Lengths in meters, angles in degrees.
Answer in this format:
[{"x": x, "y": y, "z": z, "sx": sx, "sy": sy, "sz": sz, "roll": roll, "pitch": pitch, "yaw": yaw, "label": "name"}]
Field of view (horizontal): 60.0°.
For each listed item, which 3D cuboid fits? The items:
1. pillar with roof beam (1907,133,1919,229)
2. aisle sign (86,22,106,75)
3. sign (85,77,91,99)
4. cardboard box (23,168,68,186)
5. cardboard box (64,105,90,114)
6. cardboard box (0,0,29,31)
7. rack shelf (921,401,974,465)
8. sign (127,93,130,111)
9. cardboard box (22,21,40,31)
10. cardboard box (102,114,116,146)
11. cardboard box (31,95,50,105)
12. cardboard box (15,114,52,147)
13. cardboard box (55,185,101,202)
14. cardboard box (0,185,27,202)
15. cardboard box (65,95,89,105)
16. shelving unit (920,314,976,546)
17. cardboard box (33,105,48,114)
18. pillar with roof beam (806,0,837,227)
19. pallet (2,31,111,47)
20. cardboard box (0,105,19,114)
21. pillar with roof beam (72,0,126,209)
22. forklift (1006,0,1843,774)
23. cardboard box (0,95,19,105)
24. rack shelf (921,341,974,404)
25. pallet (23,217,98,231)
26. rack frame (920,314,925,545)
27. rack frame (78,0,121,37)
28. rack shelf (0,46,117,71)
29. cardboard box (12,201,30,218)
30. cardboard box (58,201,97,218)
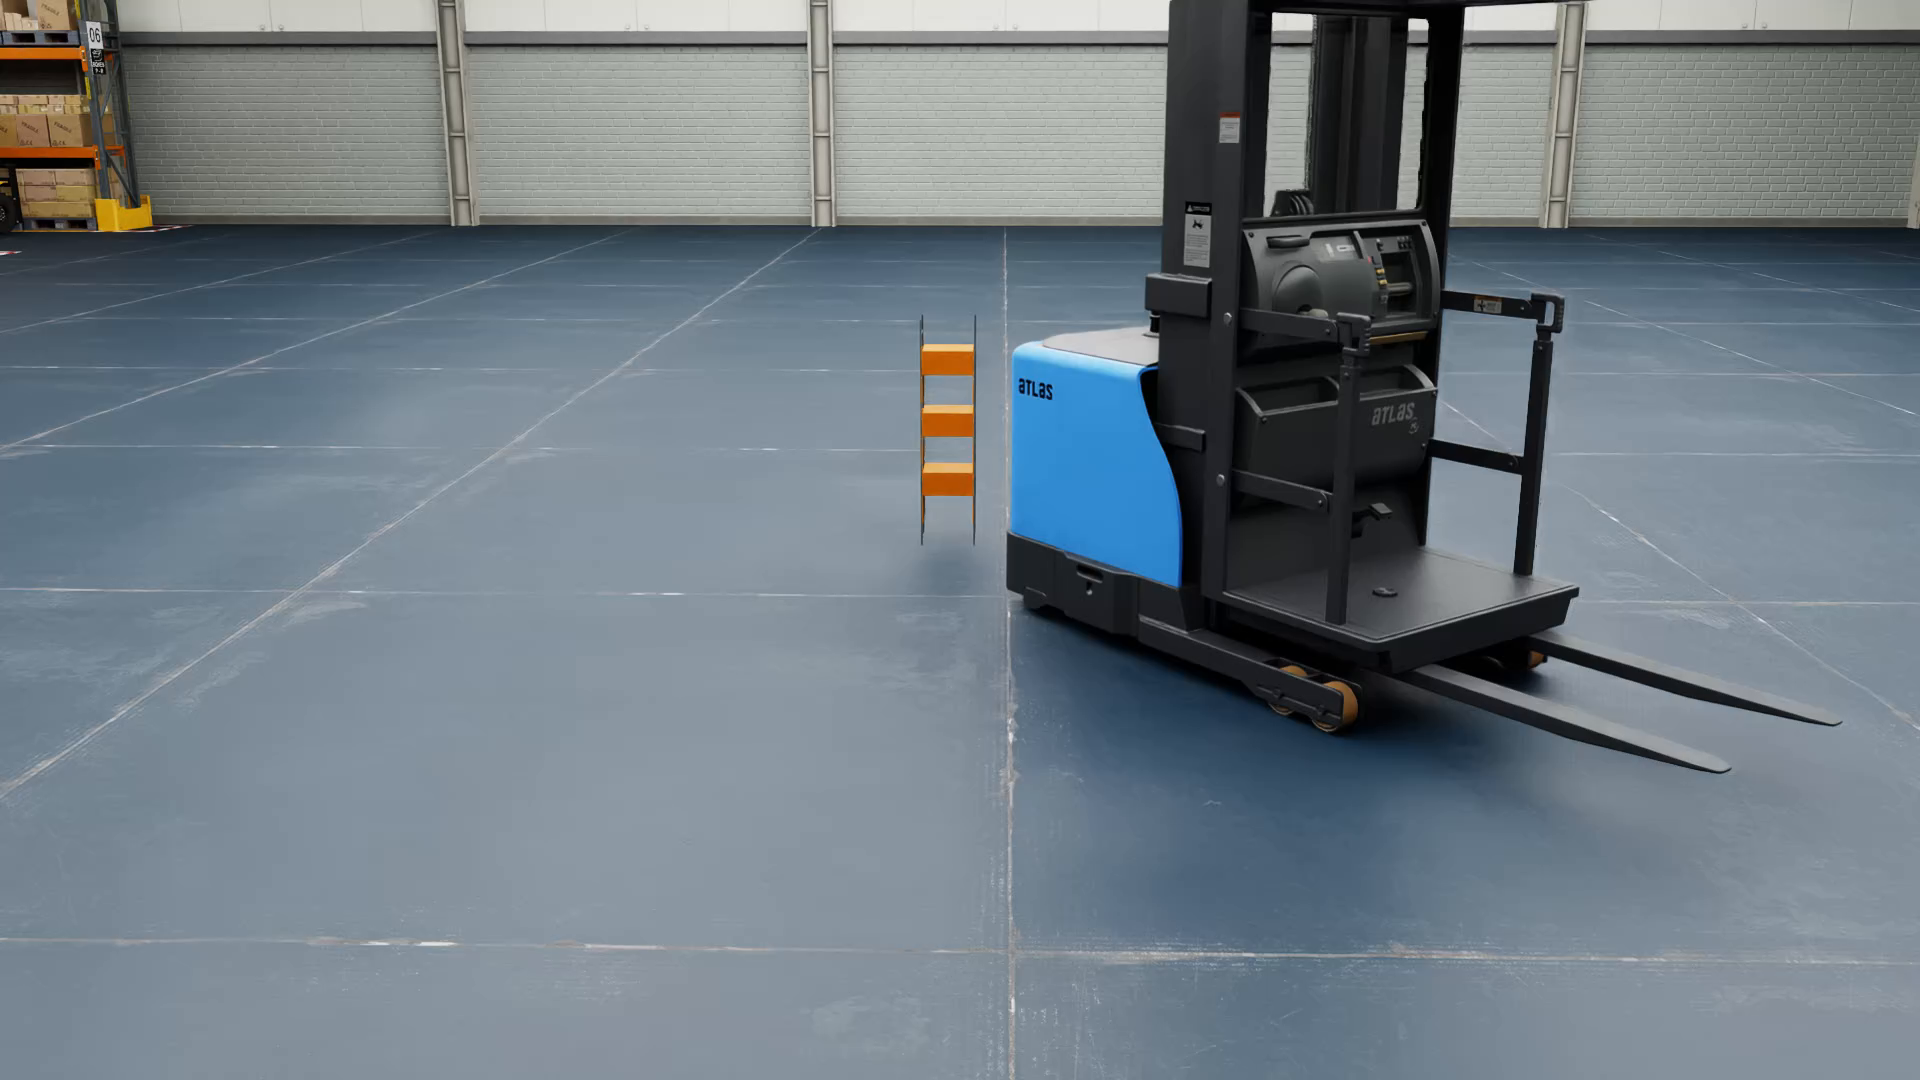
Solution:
[{"x": 15.631, "y": -8.355, "z": 21.868, "sx": 0.400, "sy": 9.000, "sz": 9.100, "roll": 0, "pitch": 15, "yaw": 1, "label": "pillar with roof beam"}, {"x": -13.518, "y": -7.695, "z": 26.030, "sx": 0.004, "sy": 0.787, "sz": 0.394, "roll": 0, "pitch": 15, "yaw": 1, "label": "aisle sign"}, {"x": -13.604, "y": -7.049, "z": 25.945, "sx": 0.005, "sy": 0.325, "sz": 0.100, "roll": 0, "pitch": 15, "yaw": 1, "label": "sign"}, {"x": -14.555, "y": -5.796, "z": 26.534, "sx": 0.500, "sy": 0.250, "sz": 0.500, "roll": 1, "pitch": 15, "yaw": 2, "label": "cardboard box"}, {"x": -13.930, "y": -6.806, "z": 26.290, "sx": 0.250, "sy": 0.149, "sz": 0.380, "roll": 1, "pitch": 15, "yaw": 2, "label": "cardboard box"}, {"x": -15.046, "y": -8.236, "z": 26.083, "sx": 0.500, "sy": 0.500, "sz": 0.700, "roll": 0, "pitch": 15, "yaw": 2, "label": "cardboard box"}, {"x": -0.053, "y": -0.498, "z": 7.710, "sx": 0.240, "sy": 0.259, "sz": 0.215, "roll": 0, "pitch": 15, "yaw": 1, "label": "rack shelf"}, {"x": -13.556, "y": -7.112, "z": 27.063, "sx": 0.005, "sy": 0.325, "sz": 0.100, "roll": 0, "pitch": 15, "yaw": 1, "label": "sign"}, {"x": -14.412, "y": -8.022, "z": 25.957, "sx": 0.250, "sy": 0.149, "sz": 0.380, "roll": 0, "pitch": 15, "yaw": 0, "label": "cardboard box"}, {"x": -14.064, "y": -6.636, "z": 26.915, "sx": 0.500, "sy": 0.500, "sz": 0.500, "roll": 1, "pitch": 15, "yaw": 3, "label": "cardboard box"}, {"x": -14.449, "y": -6.956, "z": 26.275, "sx": 0.250, "sy": 0.149, "sz": 0.380, "roll": 1, "pitch": 15, "yaw": 3, "label": "cardboard box"}, {"x": -14.593, "y": -6.504, "z": 26.415, "sx": 0.500, "sy": 0.500, "sz": 0.500, "roll": 1, "pitch": 15, "yaw": 3, "label": "cardboard box"}, {"x": -14.071, "y": -5.552, "z": 26.591, "sx": 0.500, "sy": 0.250, "sz": 0.500, "roll": 0, "pitch": 15, "yaw": 1, "label": "cardboard box"}, {"x": -15.089, "y": -5.556, "z": 26.606, "sx": 0.500, "sy": 0.250, "sz": 0.500, "roll": 0, "pitch": 15, "yaw": 0, "label": "cardboard box"}, {"x": -13.940, "y": -6.968, "z": 26.319, "sx": 0.250, "sy": 0.149, "sz": 0.380, "roll": 0, "pitch": 15, "yaw": 2, "label": "cardboard box"}, {"x": -0.053, "y": -0.508, "z": 7.707, "sx": 0.252, "sy": 1.050, "sz": 0.215, "roll": 0, "pitch": 15, "yaw": 1, "label": "shelving unit"}, {"x": -14.444, "y": -6.817, "z": 26.333, "sx": 0.250, "sy": 0.149, "sz": 0.380, "roll": 1, "pitch": 15, "yaw": 2, "label": "cardboard box"}, {"x": -2.363, "y": -8.472, "z": 22.313, "sx": 0.400, "sy": 9.000, "sz": 9.100, "roll": 0, "pitch": 15, "yaw": 1, "label": "pillar with roof beam"}, {"x": -14.282, "y": -7.932, "z": 26.318, "sx": 1.213, "sy": 0.211, "sz": 1.003, "roll": 0, "pitch": 15, "yaw": 1, "label": "pallet"}, {"x": -14.960, "y": -6.812, "z": 26.311, "sx": 0.250, "sy": 0.149, "sz": 0.380, "roll": 0, "pitch": 15, "yaw": 0, "label": "cardboard box"}, {"x": -14.359, "y": -8.551, "z": 22.609, "sx": 0.400, "sy": 9.000, "sz": 9.100, "roll": 0, "pitch": 15, "yaw": 1, "label": "pillar with roof beam"}, {"x": 1.463, "y": -0.927, "z": 5.609, "sx": 1.130, "sy": 2.935, "sz": 3.031, "roll": -11, "pitch": 18, "yaw": -35, "label": "forklift"}, {"x": -14.960, "y": -6.950, "z": 26.253, "sx": 0.250, "sy": 0.149, "sz": 0.380, "roll": 1, "pitch": 15, "yaw": 3, "label": "cardboard box"}, {"x": -0.053, "y": -0.772, "z": 7.638, "sx": 0.240, "sy": 0.259, "sz": 0.215, "roll": 0, "pitch": 15, "yaw": 1, "label": "rack shelf"}, {"x": -14.342, "y": -5.159, "z": 26.981, "sx": 1.213, "sy": 0.211, "sz": 1.003, "roll": 0, "pitch": 15, "yaw": 1, "label": "pallet"}, {"x": -0.175, "y": -0.509, "z": 7.710, "sx": 0.008, "sy": 1.050, "sz": 0.200, "roll": 0, "pitch": 15, "yaw": 1, "label": "rack frame"}, {"x": -13.576, "y": -9.414, "z": 25.882, "sx": 0.127, "sy": 3.000, "sz": 1.000, "roll": 0, "pitch": 15, "yaw": 1, "label": "rack frame"}, {"x": -15.576, "y": -7.629, "z": 26.406, "sx": 4.000, "sy": 0.370, "sz": 1.077, "roll": 0, "pitch": 15, "yaw": 1, "label": "rack shelf"}, {"x": -15.051, "y": -5.321, "z": 26.693, "sx": 0.500, "sy": 0.250, "sz": 0.500, "roll": 1, "pitch": 15, "yaw": 2, "label": "cardboard box"}, {"x": -14.054, "y": -5.309, "z": 26.651, "sx": 0.500, "sy": 0.250, "sz": 0.500, "roll": 0, "pitch": 15, "yaw": 2, "label": "cardboard box"}]
